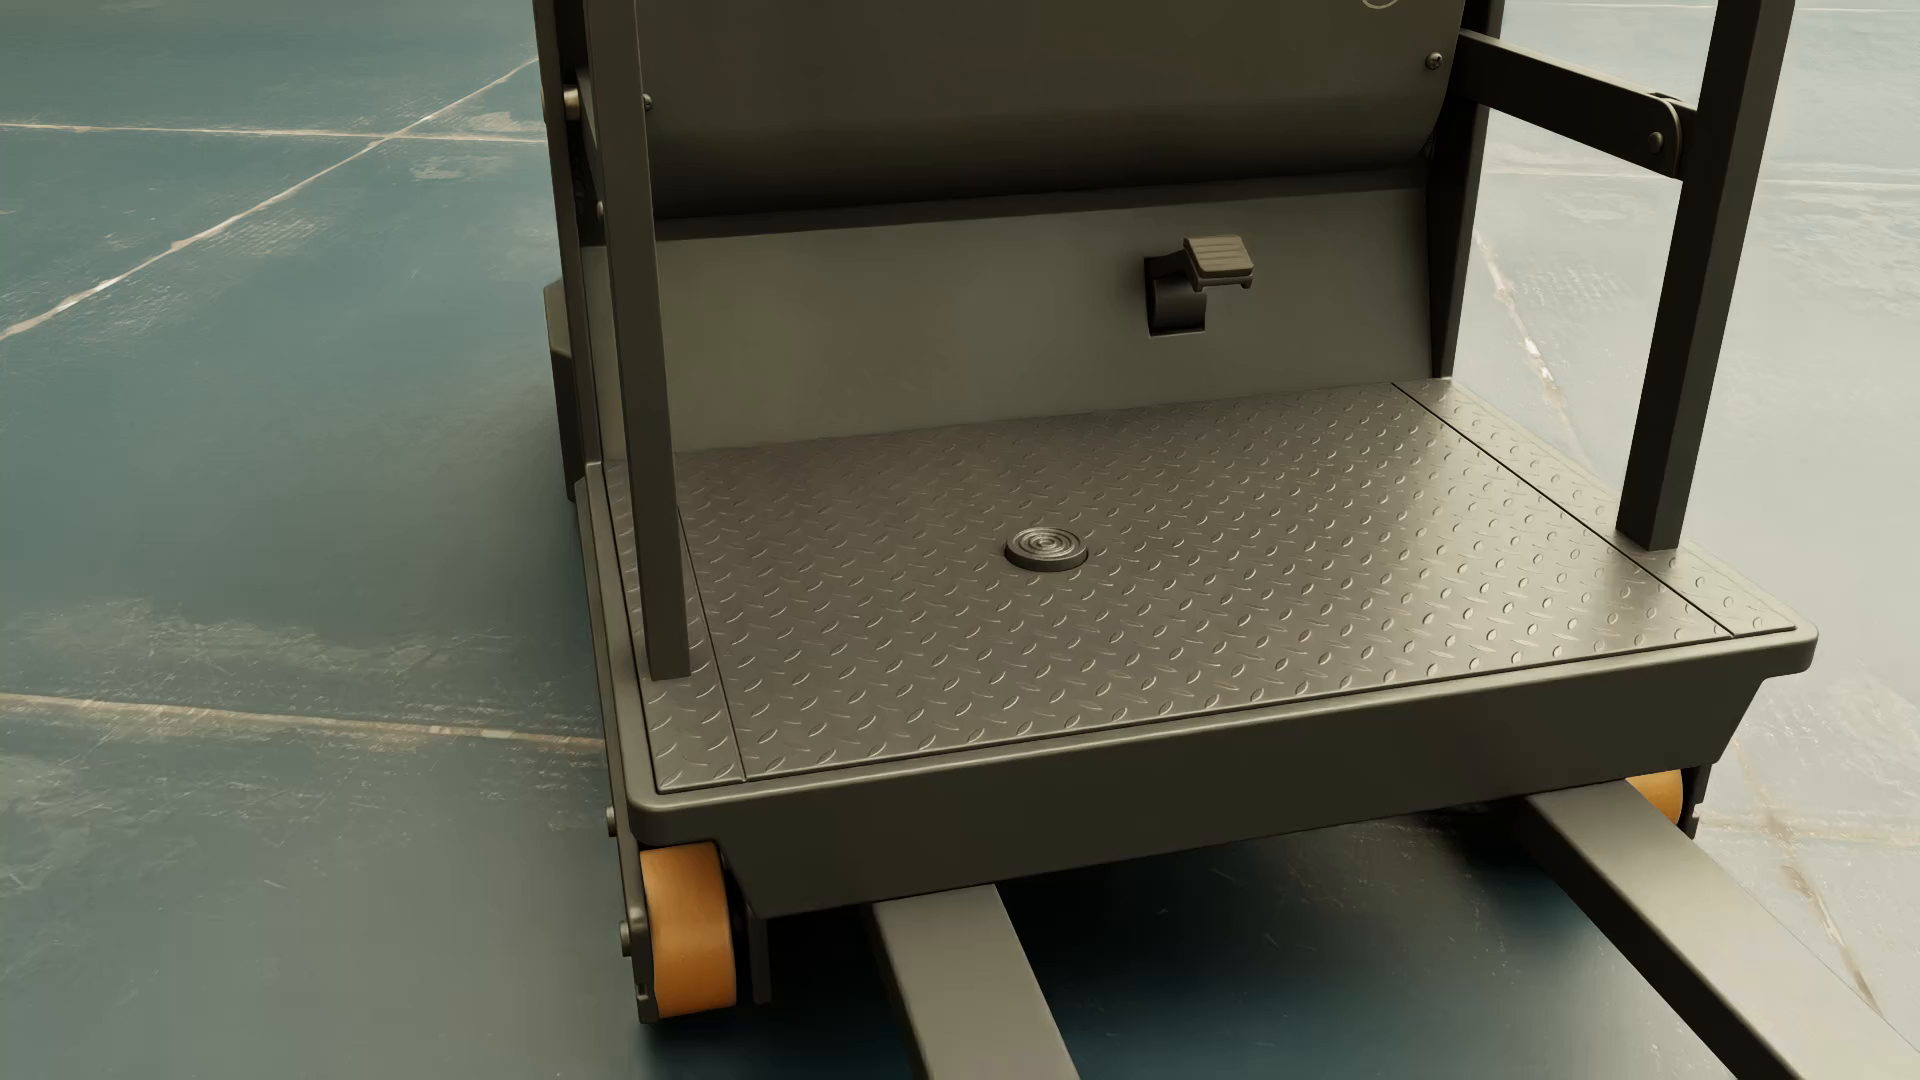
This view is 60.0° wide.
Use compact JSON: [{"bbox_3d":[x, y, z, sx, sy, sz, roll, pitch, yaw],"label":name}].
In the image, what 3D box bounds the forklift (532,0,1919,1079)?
[{"bbox_3d":[0.153,-1.049,1.319,1.130,2.935,3.031,-7,27,-13],"label":"forklift"}]
